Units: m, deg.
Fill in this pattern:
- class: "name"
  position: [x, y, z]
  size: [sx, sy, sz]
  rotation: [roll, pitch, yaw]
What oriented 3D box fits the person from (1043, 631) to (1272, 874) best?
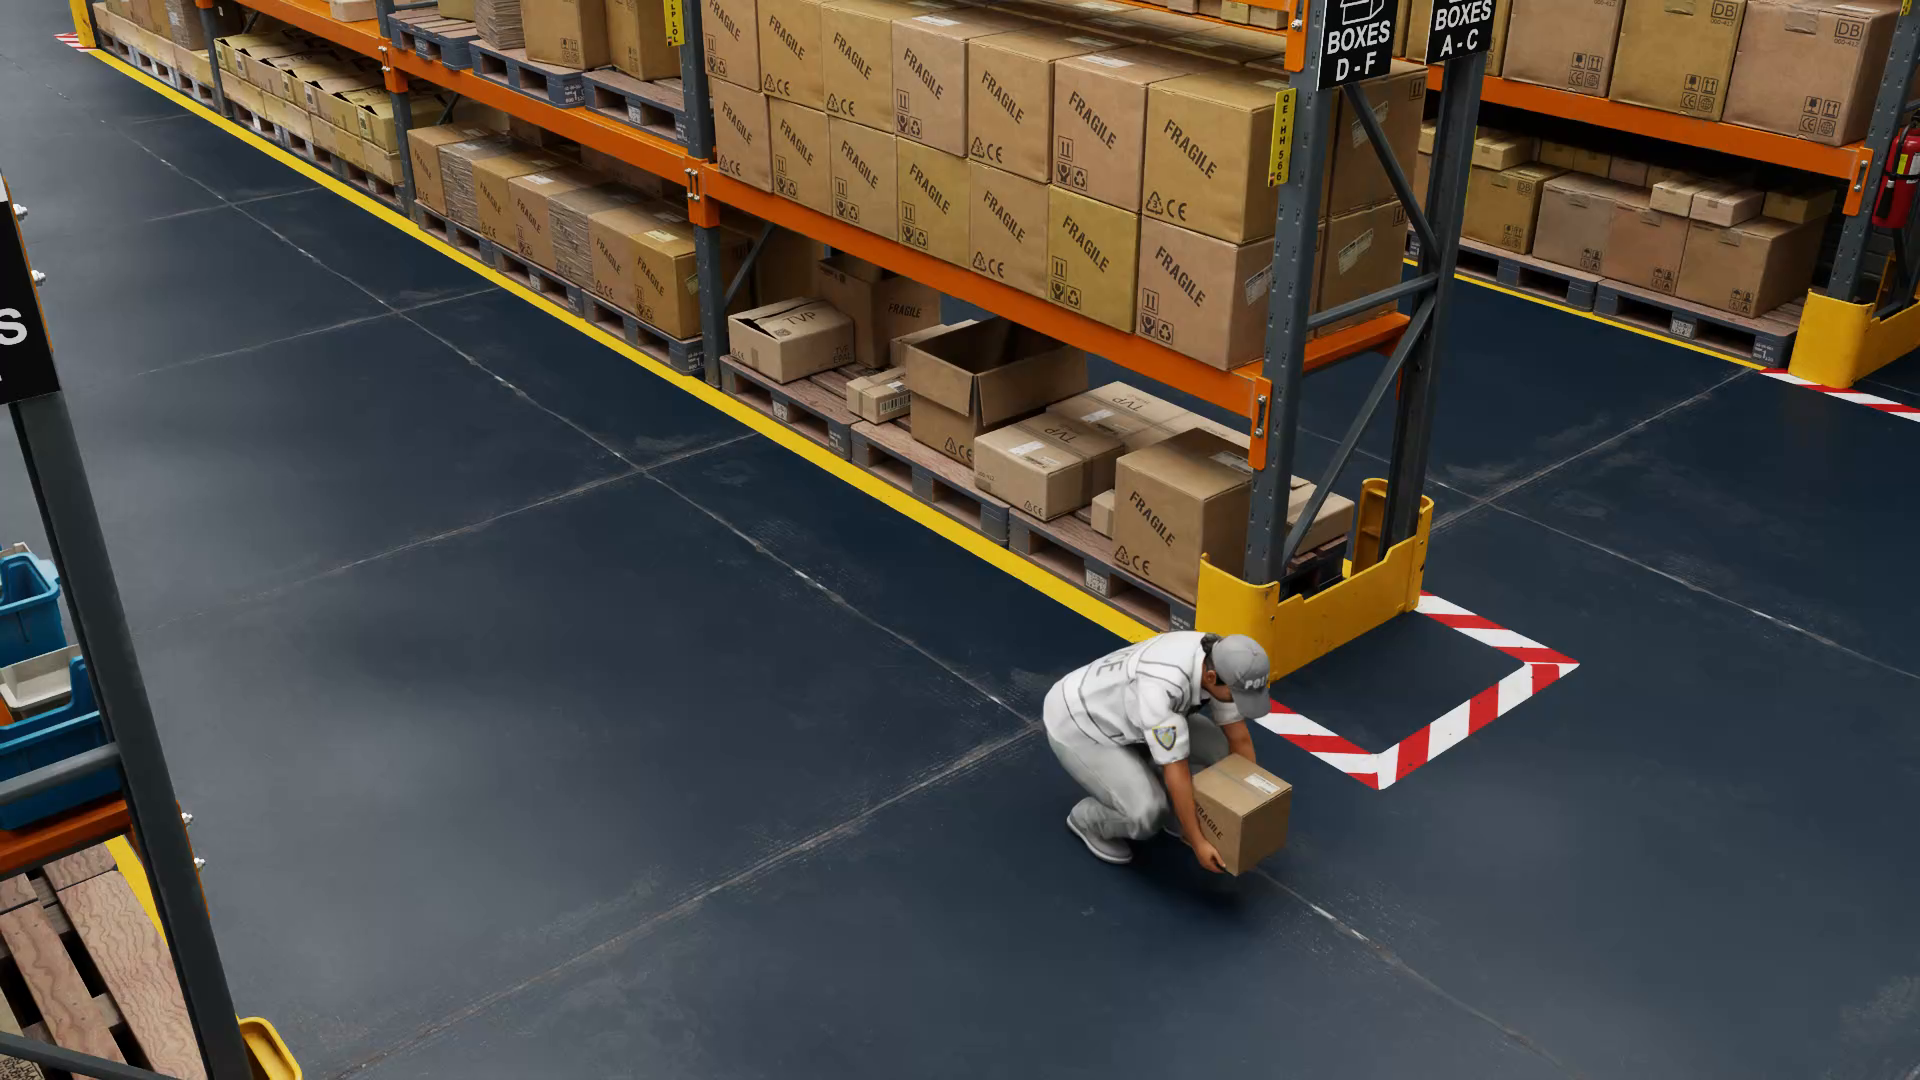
- class: "person"
  position: [0.685, 0.661, 5.662]
  size: [0.505, 0.956, 0.858]
  rotation: [-23, 36, -36]
